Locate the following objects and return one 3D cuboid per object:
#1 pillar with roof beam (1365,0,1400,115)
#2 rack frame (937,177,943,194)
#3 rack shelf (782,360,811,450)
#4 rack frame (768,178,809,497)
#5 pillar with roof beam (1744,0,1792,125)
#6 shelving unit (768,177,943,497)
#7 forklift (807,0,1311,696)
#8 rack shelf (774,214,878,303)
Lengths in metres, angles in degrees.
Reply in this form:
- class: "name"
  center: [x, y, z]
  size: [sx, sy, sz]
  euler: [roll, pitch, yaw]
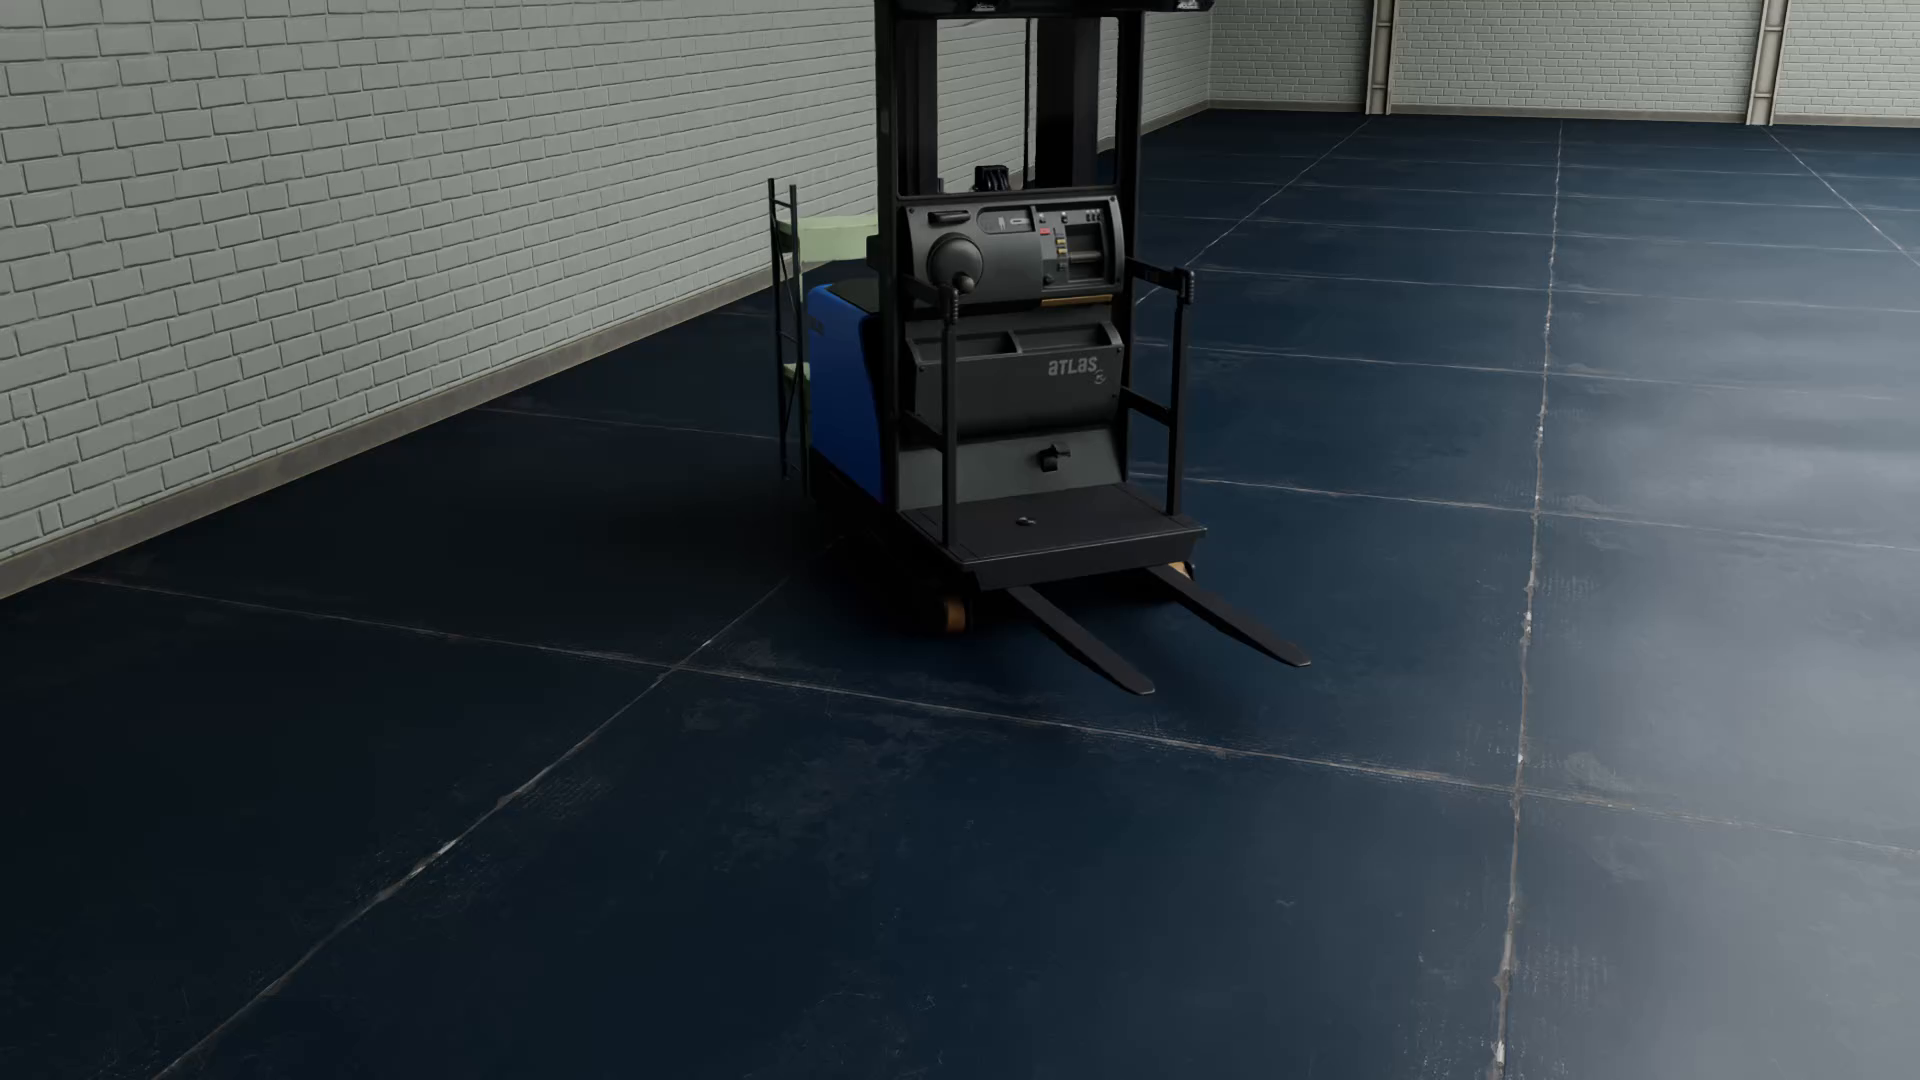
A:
- class: "pillar with roof beam"
  center: [5.791, -10.265, 23.353]
  size: [0.400, 9.000, 9.100]
  euler: [7, 20, 18]
- class: "rack frame"
  center: [-0.157, -1.071, 8.347]
  size: [0.023, 1.500, 0.400]
  euler: [-8, 19, -21]
- class: "rack shelf"
  center: [-0.492, -0.714, 8.315]
  size: [0.720, 0.370, 0.431]
  euler: [-8, 19, -21]
- class: "rack frame"
  center: [-0.834, -0.980, 8.086]
  size: [0.023, 1.500, 0.400]
  euler: [-8, 19, -21]
- class: "pillar with roof beam"
  center: [11.459, -9.617, 21.493]
  size: [0.400, 9.000, 9.100]
  euler: [7, 20, 18]
- class: "shelving unit"
  center: [-0.495, -1.025, 8.216]
  size: [0.755, 1.500, 0.431]
  euler: [-8, 19, -21]
- class: "forklift"
  center: [0.312, -1.169, 6.477]
  size: [1.130, 2.935, 3.031]
  euler: [-8, 21, -21]
- class: "rack shelf"
  center: [-0.500, -1.397, 8.099]
  size: [0.720, 0.370, 0.431]
  euler: [-8, 19, -21]
